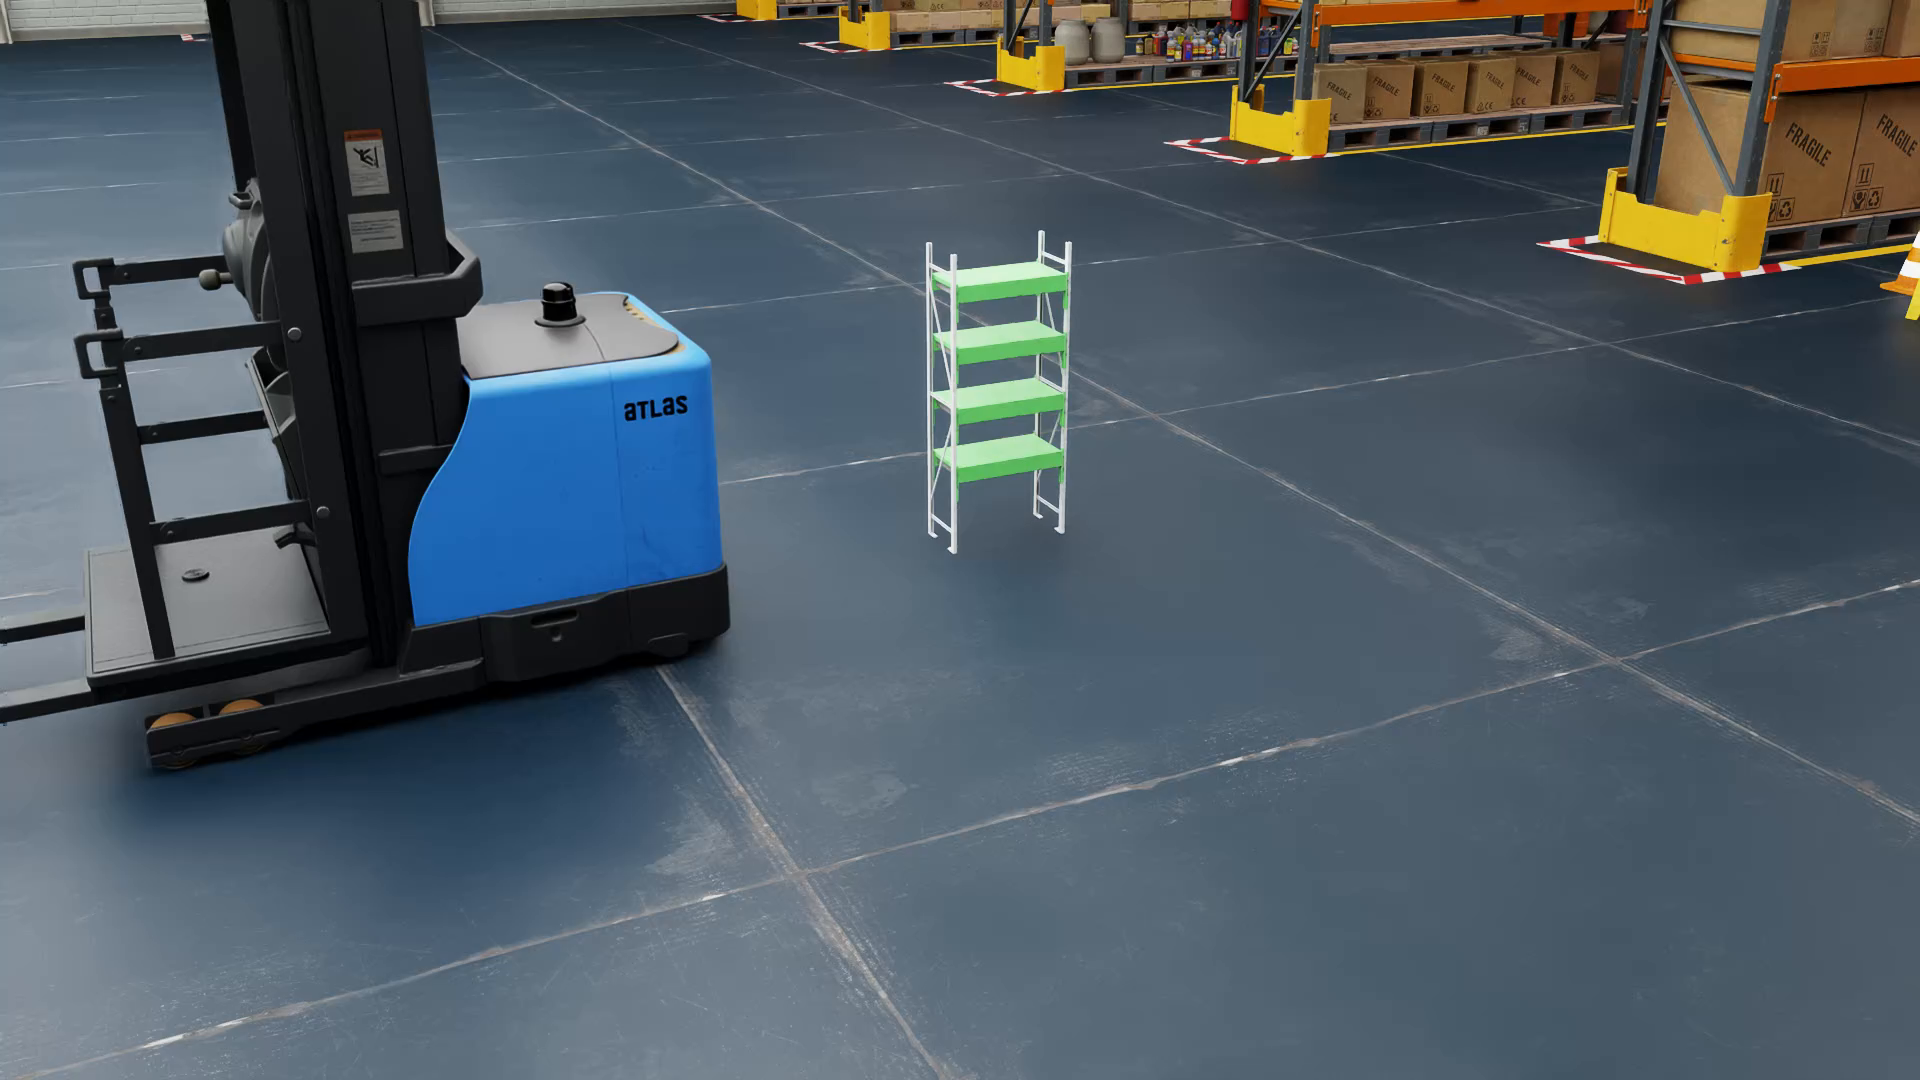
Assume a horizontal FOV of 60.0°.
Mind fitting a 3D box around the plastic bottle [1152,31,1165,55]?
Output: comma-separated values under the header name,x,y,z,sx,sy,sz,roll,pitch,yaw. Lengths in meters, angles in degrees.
name,x,y,z,sx,sy,sz,roll,pitch,yaw
plastic bottle,2.494,-6.250,20.913,0.135,0.276,0.152,-10,25,-23

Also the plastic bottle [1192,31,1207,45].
name,x,y,z,sx,sy,sz,roll,pitch,yaw
plastic bottle,3.021,-6.286,20.999,0.135,0.276,0.152,-10,25,-24

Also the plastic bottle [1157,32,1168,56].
name,x,y,z,sx,sy,sz,roll,pitch,yaw
plastic bottle,2.541,-6.217,20.823,0.133,0.283,0.061,-10,25,-24

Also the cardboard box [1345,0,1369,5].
name,x,y,z,sx,sy,sz,roll,pitch,yaw
cardboard box,3.532,-4.994,15.221,0.250,0.149,0.380,-10,25,-24

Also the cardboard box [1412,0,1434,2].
name,x,y,z,sx,sy,sz,roll,pitch,yaw
cardboard box,4.208,-5.118,15.521,0.250,0.149,0.380,-10,25,-24

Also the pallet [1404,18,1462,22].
name,x,y,z,sx,sy,sz,roll,pitch,yaw
pallet,7.641,-8.875,27.914,1.213,0.211,1.003,-10,25,-24

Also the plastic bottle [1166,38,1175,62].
name,x,y,z,sx,sy,sz,roll,pitch,yaw
plastic bottle,2.559,-5.953,20.202,0.097,0.271,0.097,0,22,0

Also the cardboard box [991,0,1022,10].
name,x,y,z,sx,sy,sz,roll,pitch,yaw
cardboard box,0.578,-8.055,24.353,0.500,0.500,0.500,-10,25,-24

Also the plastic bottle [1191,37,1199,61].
name,x,y,z,sx,sy,sz,roll,pitch,yaw
plastic bottle,2.868,-6.010,20.339,0.097,0.271,0.097,0,22,0

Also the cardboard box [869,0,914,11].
name,x,y,z,sx,sy,sz,roll,pitch,yaw
cardboard box,-1.001,-7.986,24.187,0.500,0.500,0.500,-10,25,-24

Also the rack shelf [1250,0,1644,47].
name,x,y,z,sx,sy,sz,roll,pitch,yaw
rack shelf,4.740,-5.110,16.112,4.000,0.370,1.077,-10,25,-24

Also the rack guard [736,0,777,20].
name,x,y,z,sx,sy,sz,roll,pitch,yaw
rack guard,-3.438,-9.089,28.053,0.348,0.500,1.175,-10,25,-24

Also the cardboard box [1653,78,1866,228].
name,x,y,z,sx,sy,sz,roll,pitch,yaw
cardboard box,5.581,-2.732,11.656,0.875,0.875,0.875,-10,25,-23

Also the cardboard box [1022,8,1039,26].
name,x,y,z,sx,sy,sz,roll,pitch,yaw
cardboard box,1.028,-7.792,24.698,0.500,0.250,0.500,-10,25,-24

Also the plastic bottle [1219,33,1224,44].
name,x,y,z,sx,sy,sz,roll,pitch,yaw
plastic bottle,3.280,-6.148,20.657,0.133,0.283,0.061,-10,25,-24

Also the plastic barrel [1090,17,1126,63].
name,x,y,z,sx,sy,sz,roll,pitch,yaw
plastic barrel,1.802,-6.080,20.221,0.421,0.512,0.421,0,22,0

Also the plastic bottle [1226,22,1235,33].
name,x,y,z,sx,sy,sz,roll,pitch,yaw
plastic bottle,3.487,-6.469,21.344,0.185,0.351,0.144,-10,24,-22

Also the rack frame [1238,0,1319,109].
name,x,y,z,sx,sy,sz,roll,pitch,yaw
rack frame,2.938,-5.110,15.173,0.127,3.000,1.000,-10,25,-24

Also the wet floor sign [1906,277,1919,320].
name,x,y,z,sx,sy,sz,roll,pitch,yaw
wet floor sign,5.831,-1.609,9.794,0.232,0.644,0.267,-15,27,-33

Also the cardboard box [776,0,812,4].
name,x,y,z,sx,sy,sz,roll,pitch,yaw
cardboard box,-2.844,-9.276,28.177,0.500,0.311,0.500,-14,26,-30

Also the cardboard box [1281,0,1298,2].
name,x,y,z,sx,sy,sz,roll,pitch,yaw
cardboard box,3.106,-5.112,15.507,0.250,0.149,0.380,-10,25,-24

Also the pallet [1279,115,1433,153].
name,x,y,z,sx,sy,sz,roll,pitch,yaw
pallet,3.754,-3.957,16.033,1.213,0.211,1.003,-10,25,-24

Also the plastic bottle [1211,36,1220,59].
name,x,y,z,sx,sy,sz,roll,pitch,yaw
plastic bottle,3.141,-6.060,20.460,0.097,0.271,0.097,0,22,0

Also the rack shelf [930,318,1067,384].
name,x,y,z,sx,sy,sz,roll,pitch,yaw
rack shelf,0.149,-0.745,6.519,0.480,0.148,0.258,-10,25,-24

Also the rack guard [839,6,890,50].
name,x,y,z,sx,sy,sz,roll,pitch,yaw
rack guard,-1.376,-7.366,23.891,0.348,0.500,1.175,-10,25,-24

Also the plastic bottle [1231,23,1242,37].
name,x,y,z,sx,sy,sz,roll,pitch,yaw
plastic bottle,3.550,-6.419,21.224,0.185,0.351,0.144,-10,25,-24

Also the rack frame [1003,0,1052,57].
name,x,y,z,sx,sy,sz,roll,pitch,yaw
rack frame,0.790,-6.817,19.297,0.127,3.000,1.000,-10,25,-24

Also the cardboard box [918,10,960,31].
name,x,y,z,sx,sy,sz,roll,pitch,yaw
cardboard box,-0.326,-7.545,24.101,0.500,0.250,0.500,-10,25,-24

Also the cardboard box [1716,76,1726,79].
name,x,y,z,sx,sy,sz,roll,pitch,yaw
cardboard box,8.047,-5.082,17.798,0.500,0.500,0.700,-13,26,-28

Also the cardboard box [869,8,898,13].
name,x,y,z,sx,sy,sz,roll,pitch,yaw
cardboard box,-1.000,-7.639,24.329,0.500,0.250,0.500,-10,25,-24

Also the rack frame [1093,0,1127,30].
name,x,y,z,sx,sy,sz,roll,pitch,yaw
rack frame,2.250,-9.188,25.025,0.127,3.000,1.000,-10,25,-24

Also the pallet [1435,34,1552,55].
name,x,y,z,sx,sy,sz,roll,pitch,yaw
pallet,7.284,-6.741,22.758,1.213,0.211,1.003,-10,25,-24

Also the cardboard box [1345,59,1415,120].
name,x,y,z,sx,sy,sz,roll,pitch,yaw
cardboard box,4.032,-4.358,16.075,0.500,0.500,0.500,-4,23,-10

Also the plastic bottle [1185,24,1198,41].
name,x,y,z,sx,sy,sz,roll,pitch,yaw
plastic bottle,2.934,-6.367,21.098,0.185,0.351,0.144,-11,25,-24

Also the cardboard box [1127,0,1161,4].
name,x,y,z,sx,sy,sz,roll,pitch,yaw
cardboard box,2.730,-8.354,25.322,0.500,0.311,0.500,-10,25,-23

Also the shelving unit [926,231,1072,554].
name,x,y,z,sx,sy,sz,roll,pitch,yaw
shelving unit,0.149,-0.582,6.587,0.503,1.200,0.258,-10,25,-24

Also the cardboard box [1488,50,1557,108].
name,x,y,z,sx,sy,sz,roll,pitch,yaw
cardboard box,5.652,-4.663,16.811,0.500,0.500,0.500,-3,23,-7

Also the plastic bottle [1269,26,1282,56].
name,x,y,z,sx,sy,sz,roll,pitch,yaw
plastic bottle,3.939,-6.254,20.824,0.185,0.351,0.144,-11,25,-25

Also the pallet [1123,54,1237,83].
name,x,y,z,sx,sy,sz,roll,pitch,yaw
pallet,2.670,-5.891,20.706,1.213,0.211,1.003,-10,25,-24

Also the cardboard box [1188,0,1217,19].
name,x,y,z,sx,sy,sz,roll,pitch,yaw
cardboard box,3.647,-8.265,25.840,0.500,0.250,0.500,-11,25,-25

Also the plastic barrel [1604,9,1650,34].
name,x,y,z,sx,sy,sz,roll,pitch,yaw
plastic barrel,9.450,-7.498,23.546,0.708,0.588,0.600,-10,25,-24

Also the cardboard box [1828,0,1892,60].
name,x,y,z,sx,sy,sz,roll,pitch,yaw
cardboard box,5.799,-3.629,11.400,0.550,0.550,0.875,-10,25,-24

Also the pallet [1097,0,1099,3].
name,x,y,z,sx,sy,sz,roll,pitch,yaw
pallet,1.899,-9.940,30.487,1.213,0.211,1.003,-10,25,-24

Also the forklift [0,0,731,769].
name,x,y,z,sx,sy,sz,roll,pitch,yaw
forklift,-2.359,-0.888,5.062,3.031,2.935,1.130,-11,25,-24

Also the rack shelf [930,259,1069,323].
name,x,y,z,sx,sy,sz,roll,pitch,yaw
rack shelf,0.149,-0.966,6.428,0.480,0.148,0.258,-10,25,-24

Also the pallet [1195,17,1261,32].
name,x,y,z,sx,sy,sz,roll,pitch,yaw
pallet,3.997,-8.239,26.379,1.213,0.211,1.003,-10,25,-24

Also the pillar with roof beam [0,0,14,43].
name,x,y,z,sx,sy,sz,roll,pitch,yaw
pillar with roof beam,-12.196,-9.943,19.005,0.400,9.000,9.100,-10,25,-24

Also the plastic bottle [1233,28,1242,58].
name,x,y,z,sx,sy,sz,roll,pitch,yaw
plastic bottle,3.475,-6.168,20.618,0.185,0.351,0.144,-11,25,-24

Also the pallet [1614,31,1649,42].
name,x,y,z,sx,sy,sz,roll,pitch,yaw
pallet,9.789,-7.202,23.872,1.213,0.211,1.003,-10,25,-24

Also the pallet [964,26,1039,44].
name,x,y,z,sx,sy,sz,roll,pitch,yaw
pallet,0.414,-7.579,24.782,1.213,0.211,1.003,-10,25,-24
